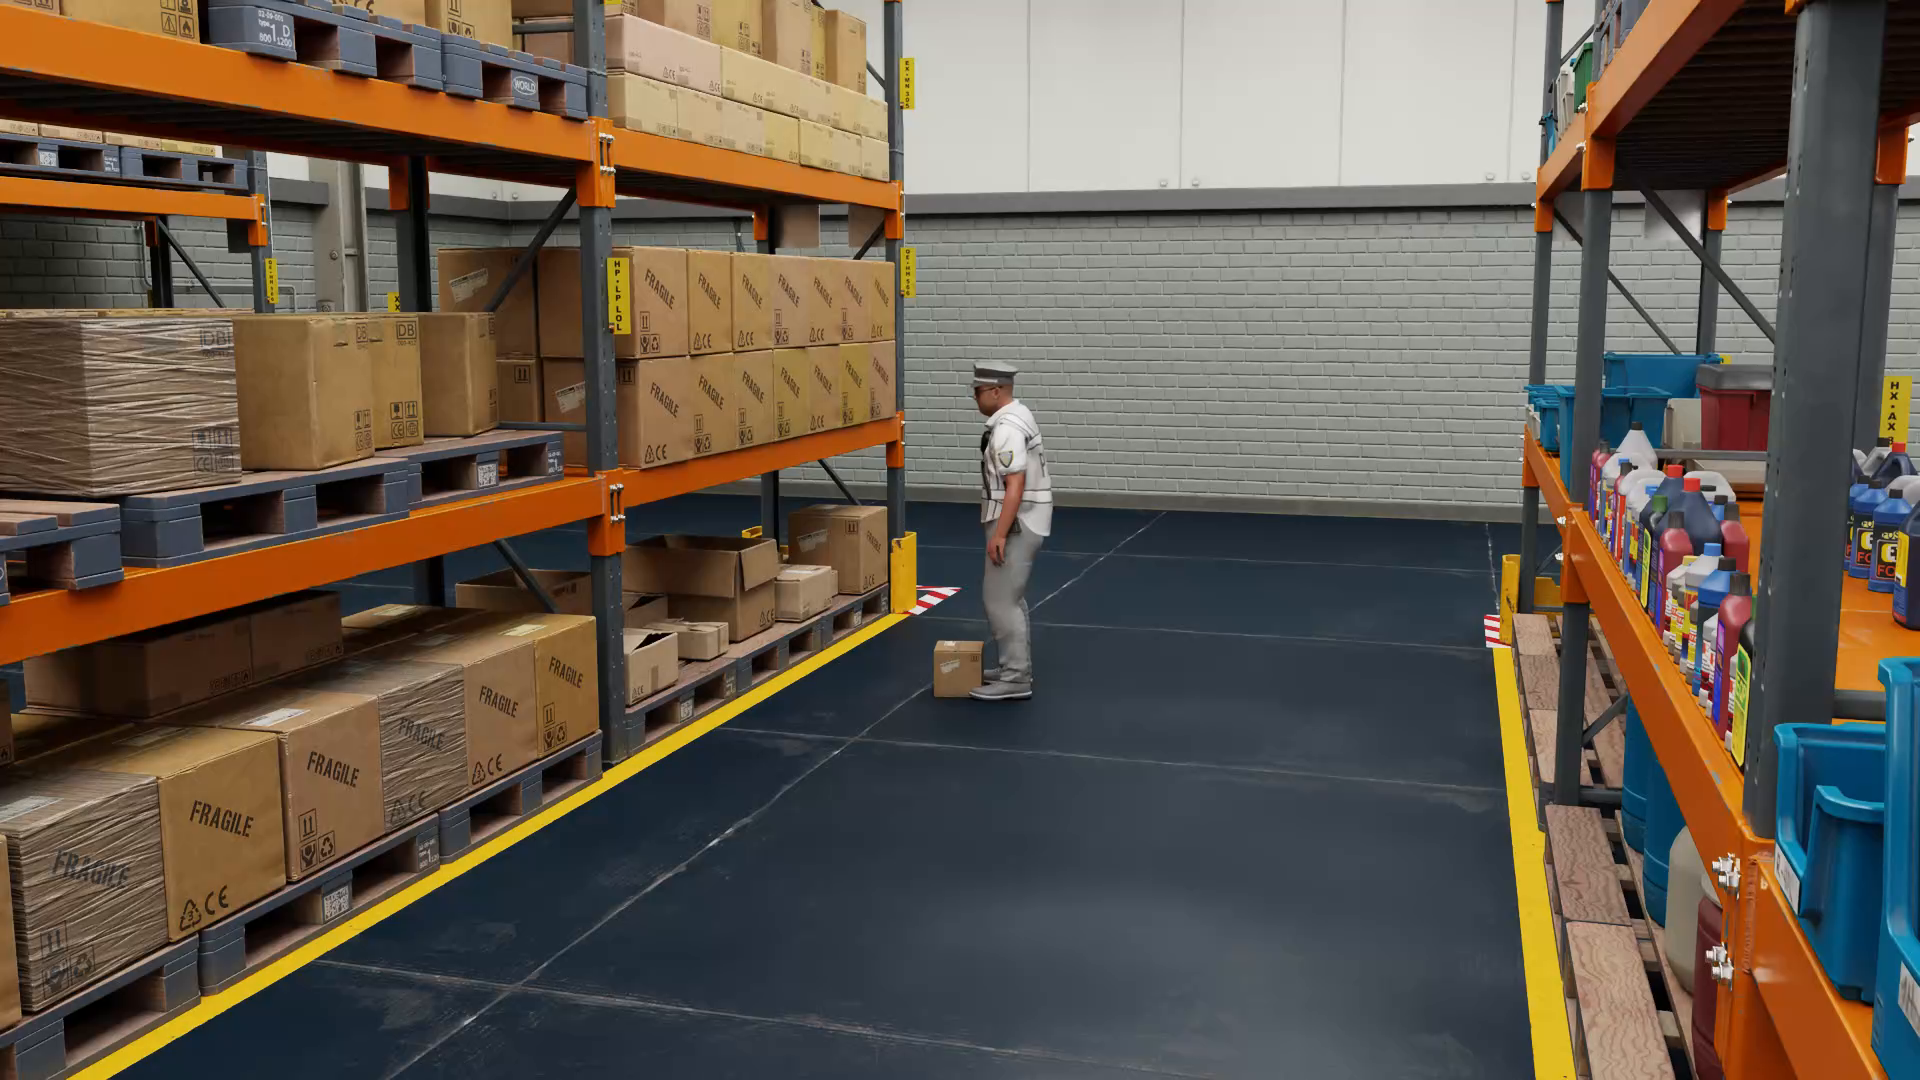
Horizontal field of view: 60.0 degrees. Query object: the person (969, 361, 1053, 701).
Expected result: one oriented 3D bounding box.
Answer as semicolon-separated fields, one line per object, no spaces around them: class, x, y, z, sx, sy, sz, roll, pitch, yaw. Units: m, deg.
person;0.267;-0.056;8.688;0.433;1.748;0.595;1;8;5
